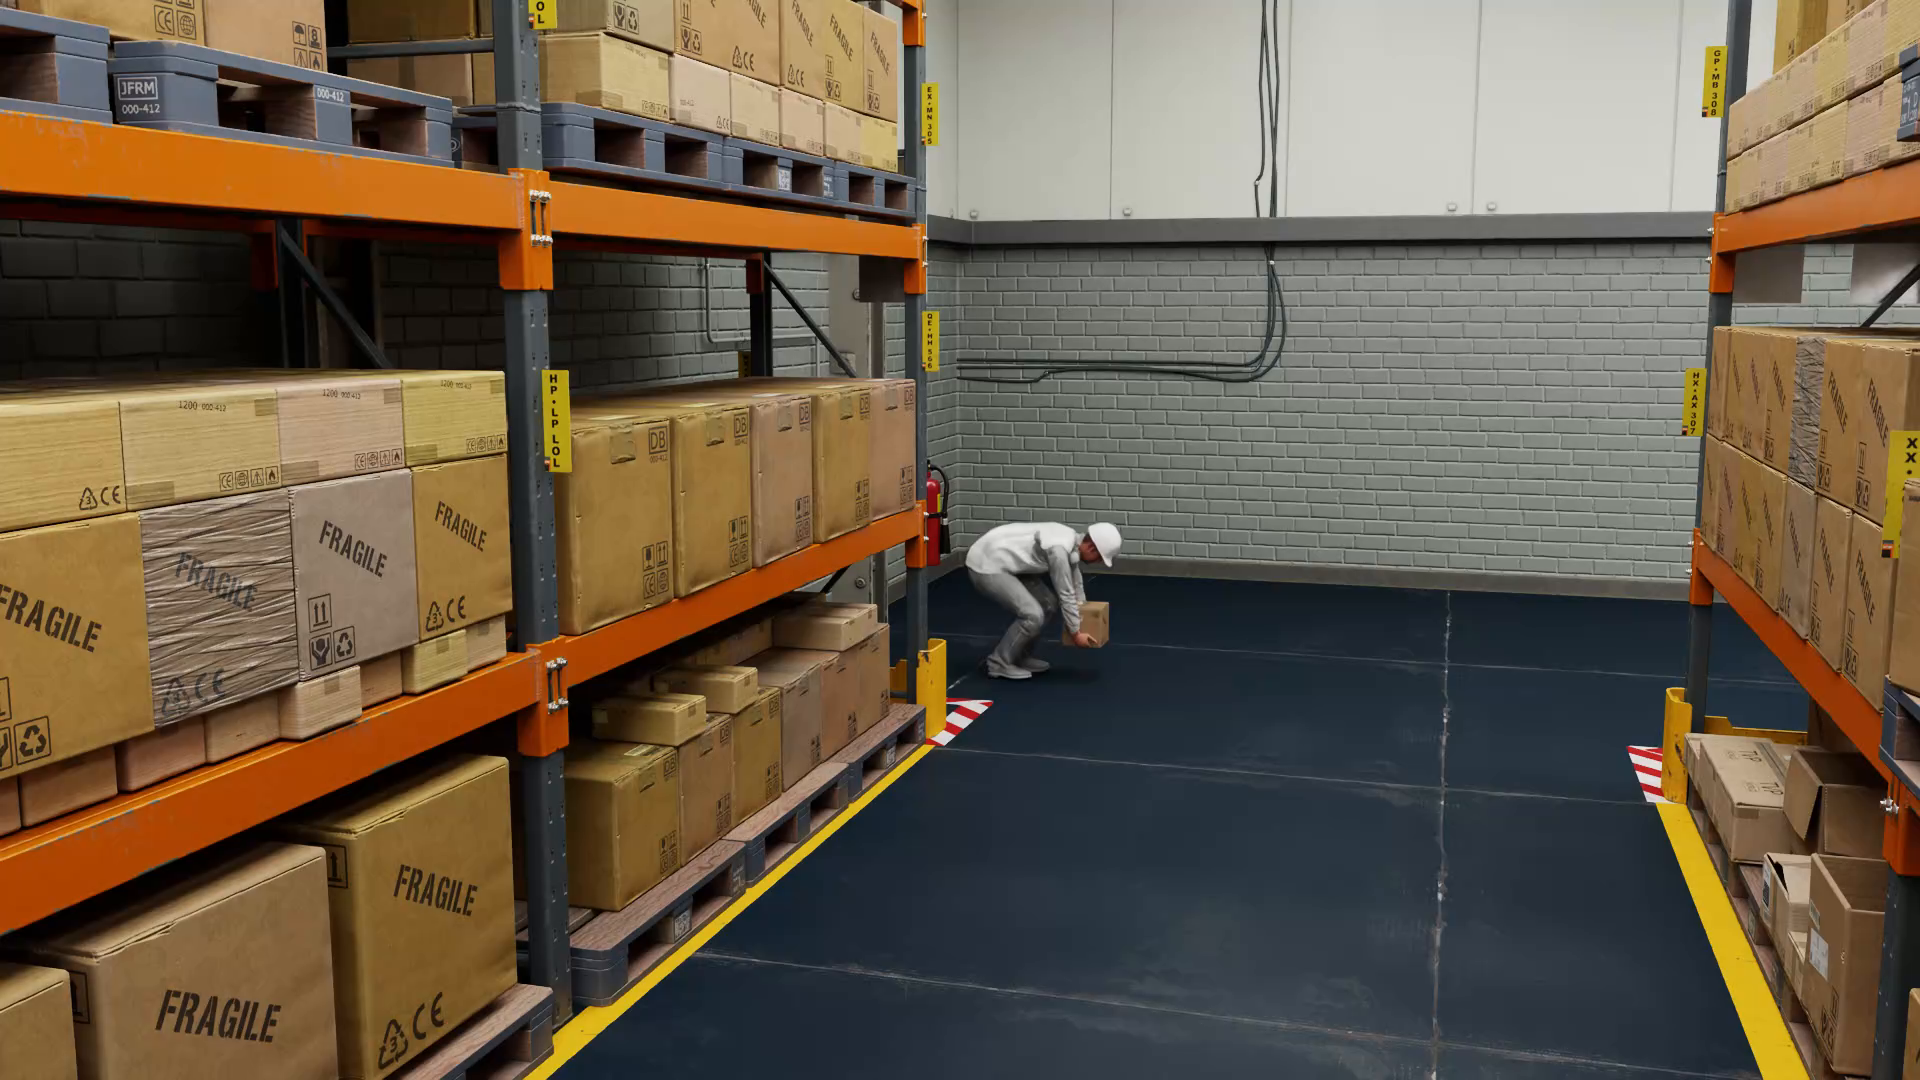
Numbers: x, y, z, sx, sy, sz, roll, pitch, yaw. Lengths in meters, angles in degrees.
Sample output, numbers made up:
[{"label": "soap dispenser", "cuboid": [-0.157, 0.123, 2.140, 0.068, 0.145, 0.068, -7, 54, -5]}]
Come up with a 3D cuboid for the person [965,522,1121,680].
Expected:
[{"label": "person", "cuboid": [0.538, 0.382, 10.759, 0.996, 1.012, 0.501, 2, 8, 13]}]
